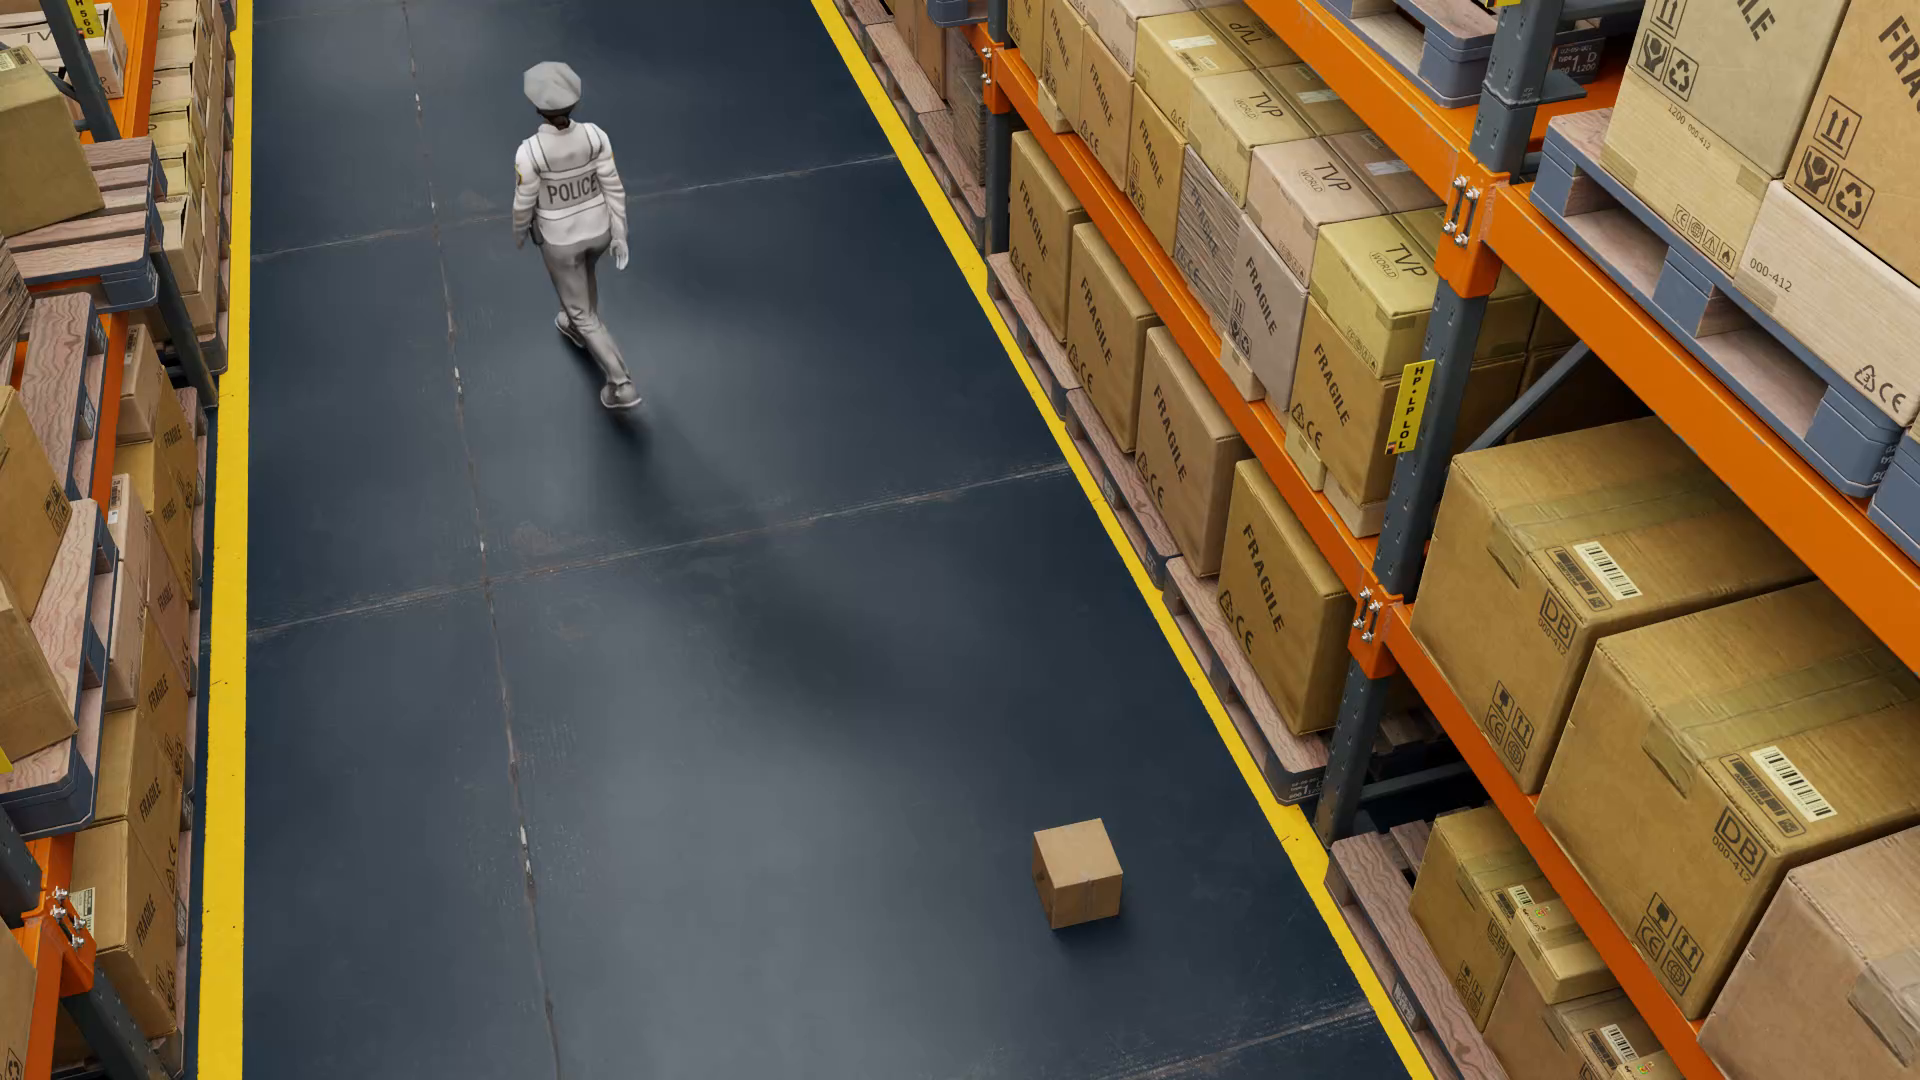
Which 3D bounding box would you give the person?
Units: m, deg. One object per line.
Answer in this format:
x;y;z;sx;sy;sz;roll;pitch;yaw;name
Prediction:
-1.799;-1.429;7.691;0.481;1.639;0.994;-29;50;-28;person
